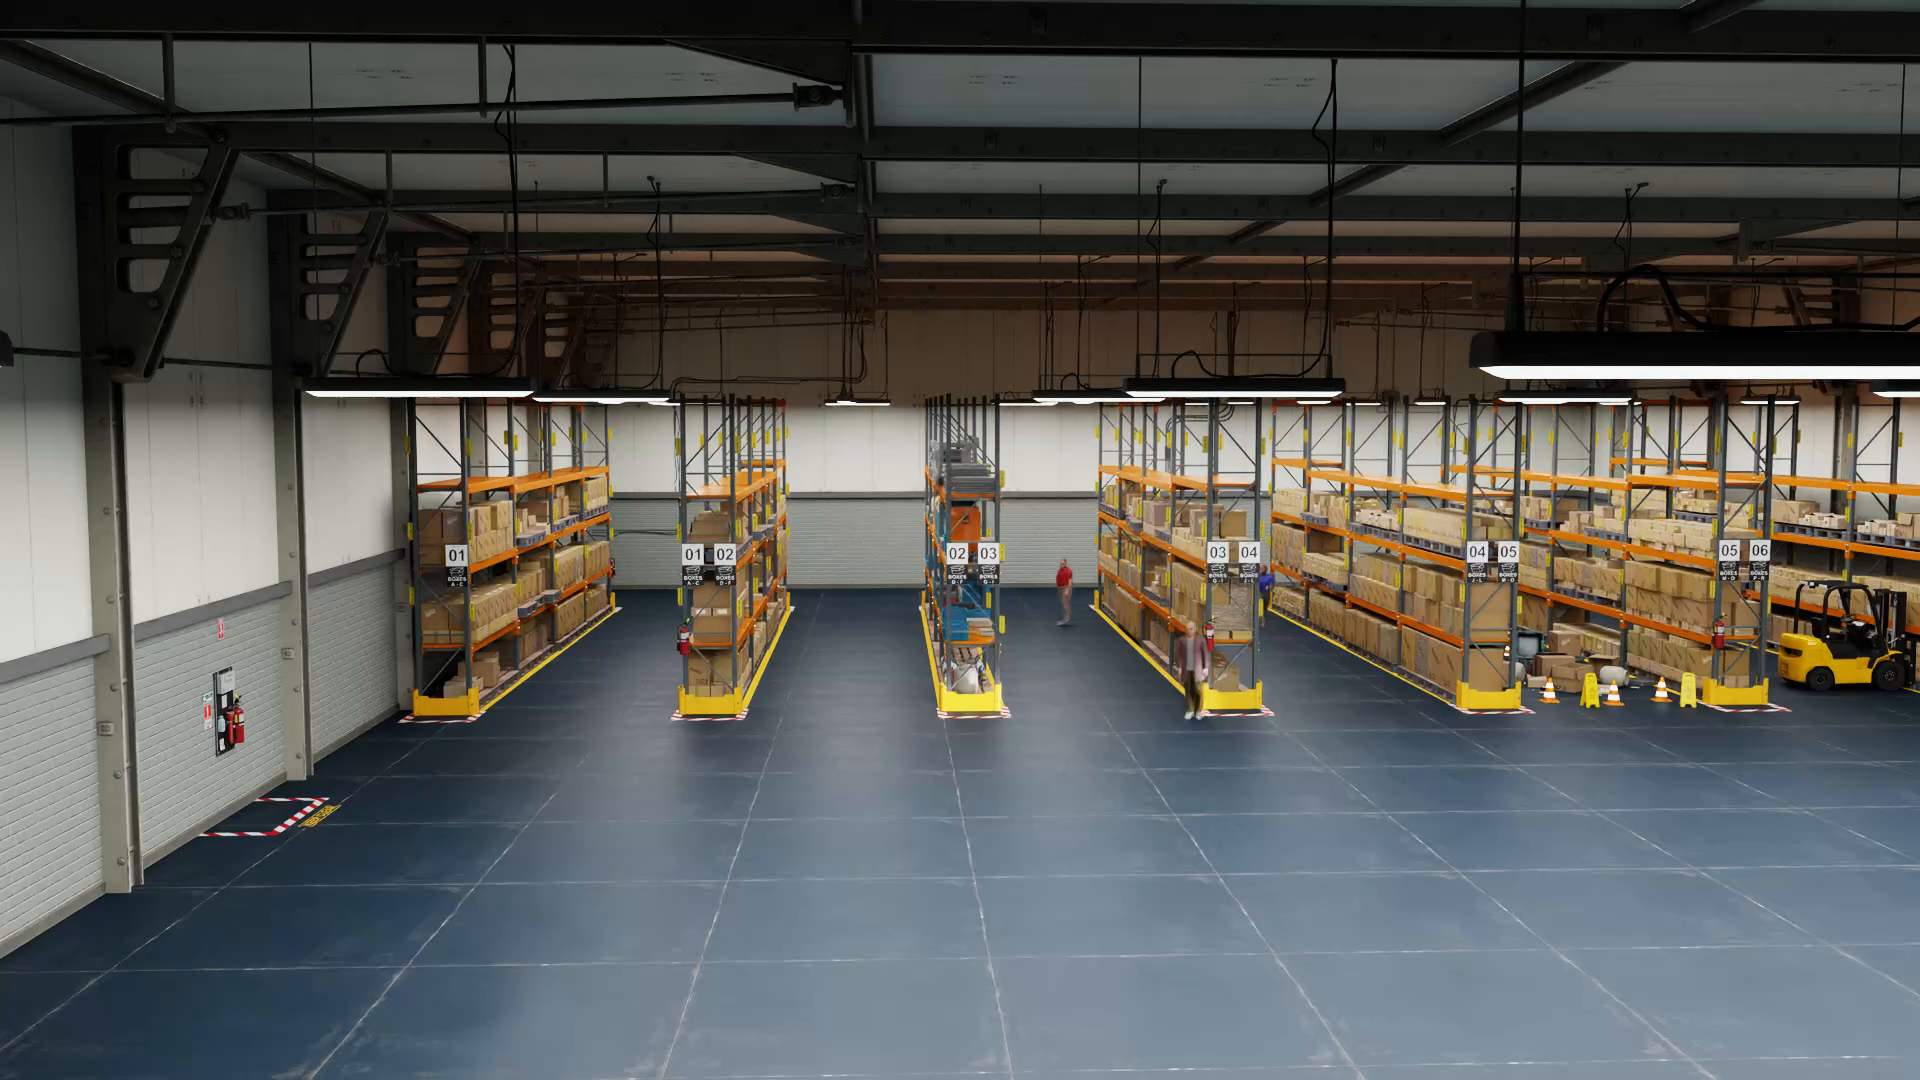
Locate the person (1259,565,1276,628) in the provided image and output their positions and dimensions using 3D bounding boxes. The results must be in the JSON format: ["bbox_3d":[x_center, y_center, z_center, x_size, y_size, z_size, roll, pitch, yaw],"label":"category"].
[{"bbox_3d":[7.976,1.446,43.466,0.561,1.609,1.006,0,5,-1],"label":"person"}]

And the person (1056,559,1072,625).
[{"bbox_3d":[2.740,1.371,44.045,0.392,1.732,0.559,-2,5,-28],"label":"person"}]

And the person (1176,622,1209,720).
[{"bbox_3d":[4.300,2.412,30.743,0.624,1.810,0.442,2,5,21],"label":"person"}]

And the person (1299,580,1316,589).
[{"bbox_3d":[10.466,0.907,50.314,0.593,1.654,0.459,-4,6,-40],"label":"person"}]
